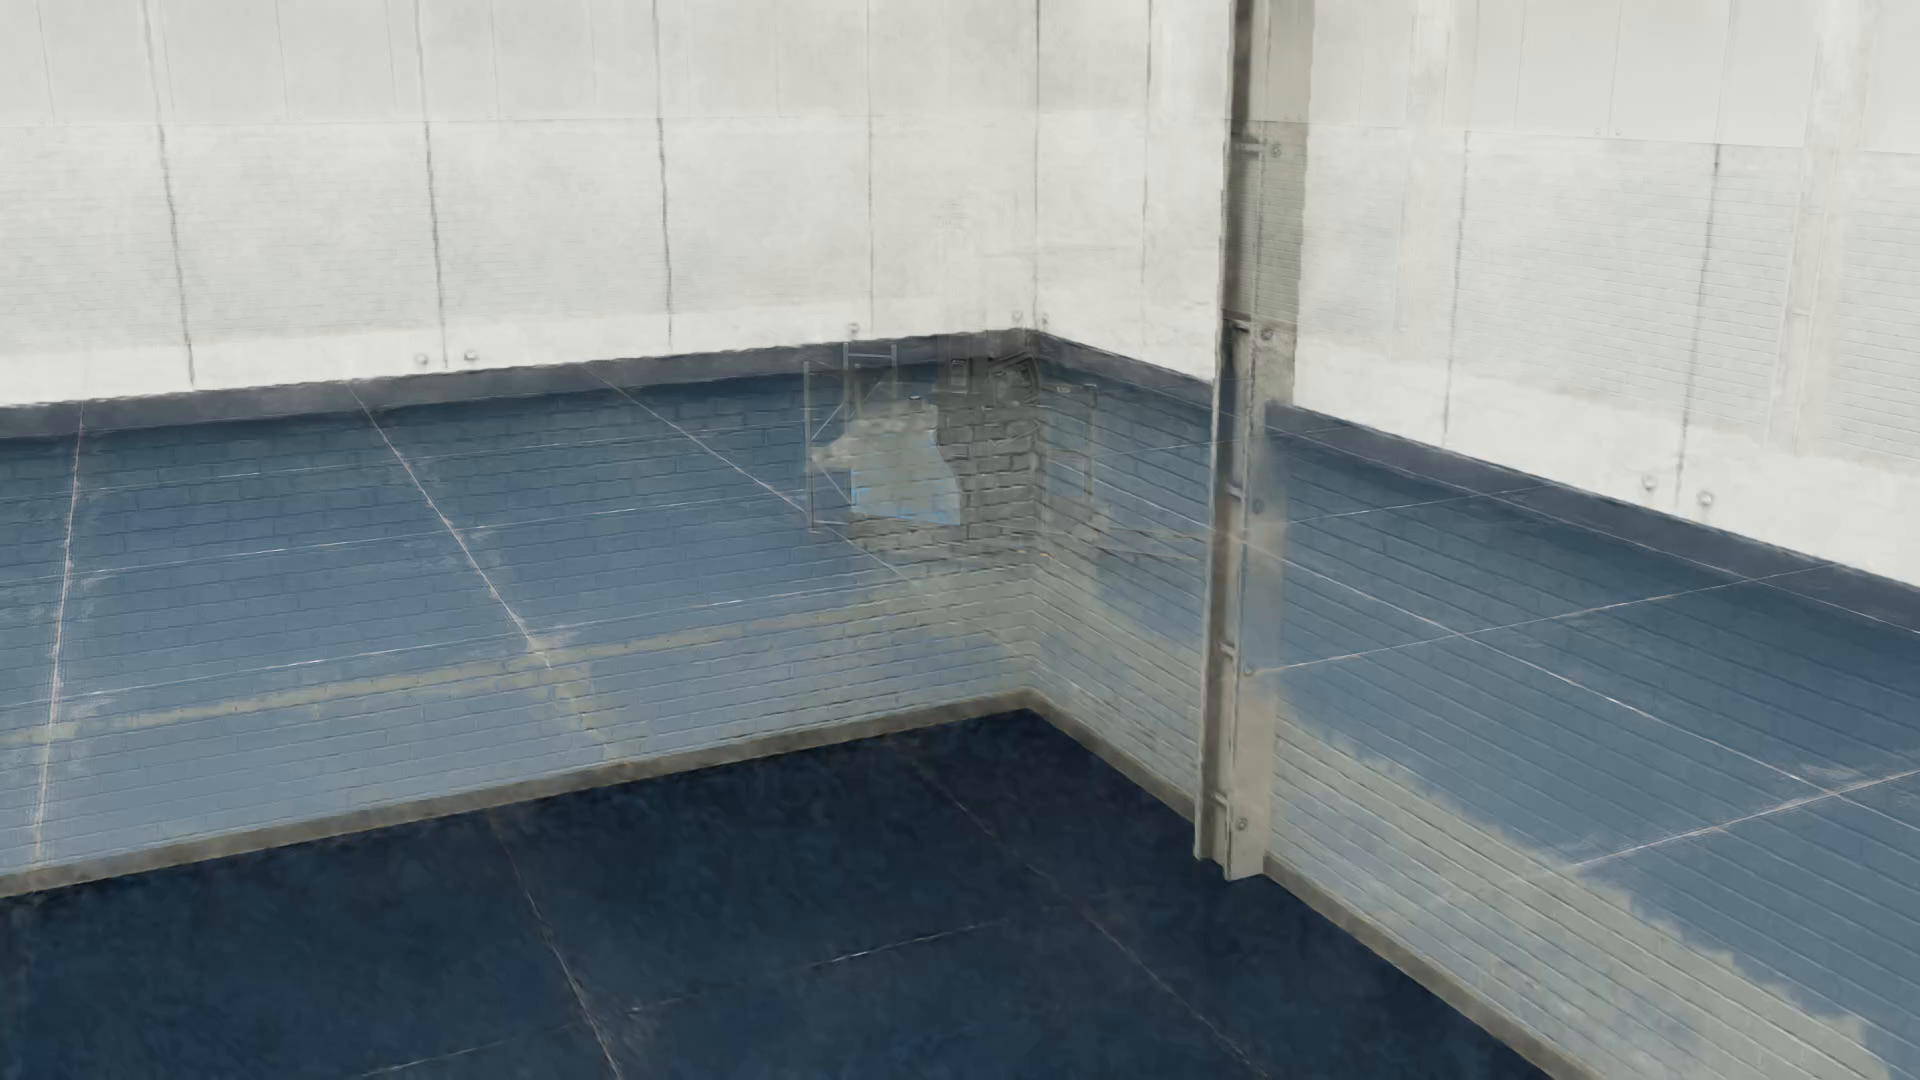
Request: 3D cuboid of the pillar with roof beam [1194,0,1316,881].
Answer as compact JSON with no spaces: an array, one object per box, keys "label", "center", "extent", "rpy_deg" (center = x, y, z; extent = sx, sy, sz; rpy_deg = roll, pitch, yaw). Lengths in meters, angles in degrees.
[{"label":"pillar with roof beam","center":[-0.411,-7.715,24.821],"extent":[9.100,9.000,0.400],"rpy_deg":[-8,18,-25]}]
